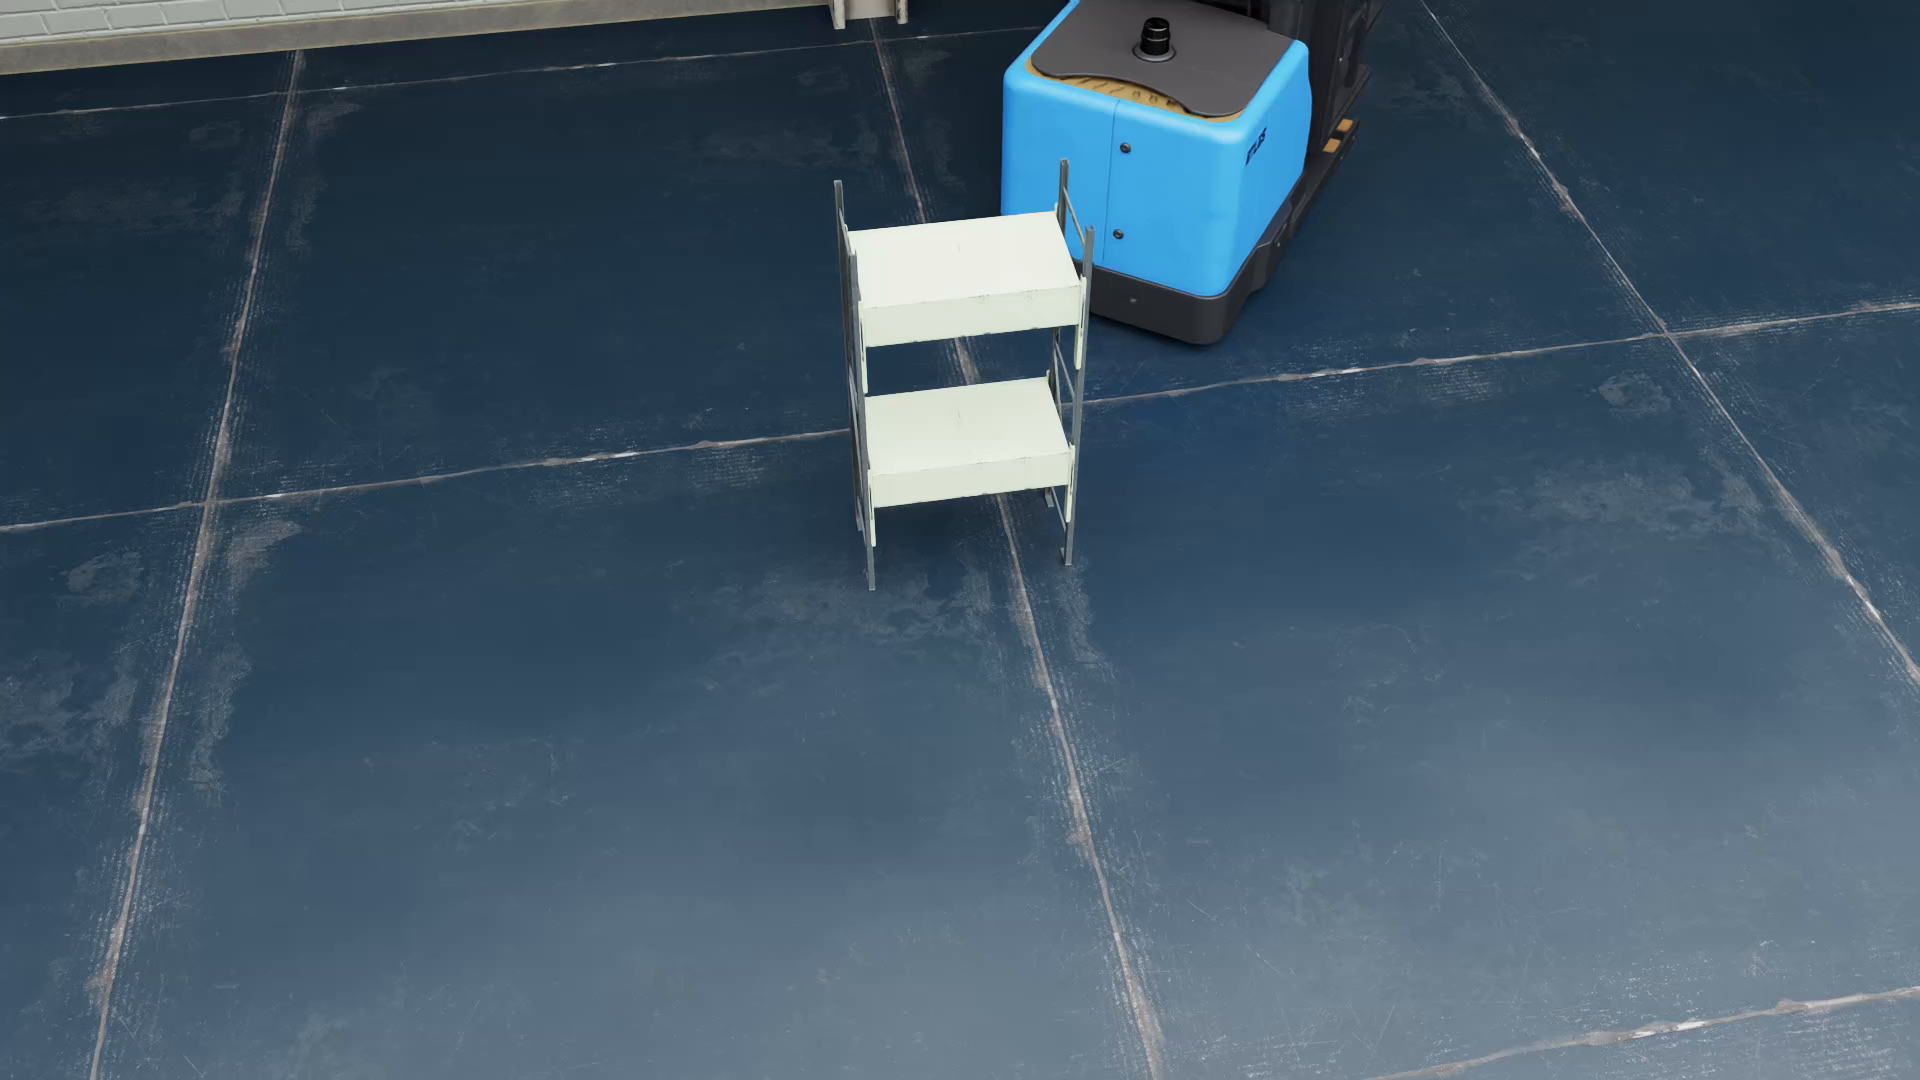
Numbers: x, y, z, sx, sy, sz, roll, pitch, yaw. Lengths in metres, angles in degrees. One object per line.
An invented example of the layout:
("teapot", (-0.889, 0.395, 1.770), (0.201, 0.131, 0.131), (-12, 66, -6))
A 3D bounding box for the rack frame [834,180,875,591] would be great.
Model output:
("rack frame", (-0.354, -0.476, 5.667), (0.023, 1.500, 0.400), (-7, 46, -7))

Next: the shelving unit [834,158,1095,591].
("shelving unit", (0.007, -0.521, 5.711), (0.755, 1.500, 0.431), (-7, 46, -7))

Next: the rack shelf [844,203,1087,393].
("rack shelf", (0.007, -0.792, 5.430), (0.720, 0.370, 0.431), (-7, 46, -7))

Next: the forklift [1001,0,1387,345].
("forklift", (1.274, -2.898, 7.006), (1.130, 2.935, 3.031), (20, 49, 18))

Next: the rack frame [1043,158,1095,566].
("rack frame", (0.367, -0.566, 5.754), (0.023, 1.500, 0.400), (-7, 46, -7))

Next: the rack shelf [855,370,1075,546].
("rack shelf", (0.007, -0.295, 5.945), (0.720, 0.370, 0.431), (-7, 46, -7))
